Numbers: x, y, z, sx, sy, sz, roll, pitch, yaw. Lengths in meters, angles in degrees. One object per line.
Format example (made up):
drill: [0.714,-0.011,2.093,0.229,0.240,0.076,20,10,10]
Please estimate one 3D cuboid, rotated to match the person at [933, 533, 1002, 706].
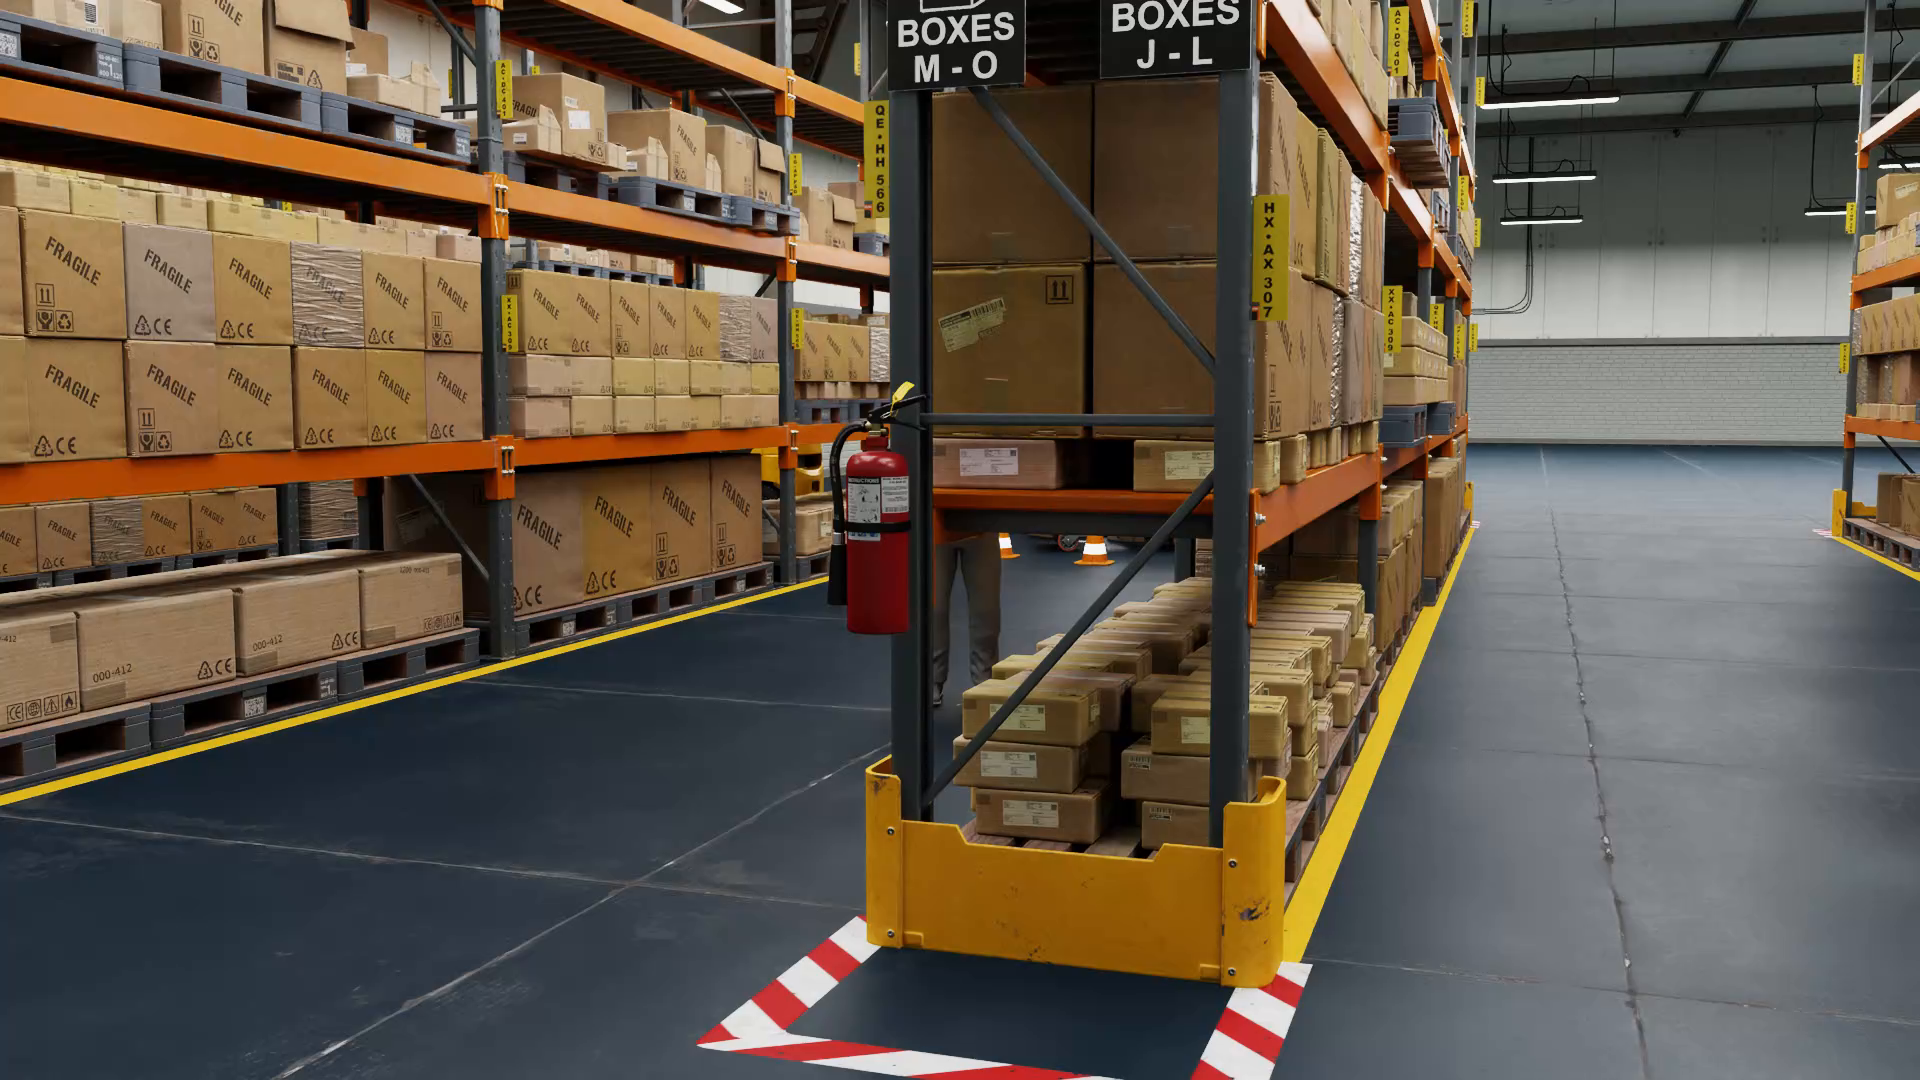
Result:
person: [0.002,-0.041,8.356,0.494,1.762,0.563,1,5,6]
